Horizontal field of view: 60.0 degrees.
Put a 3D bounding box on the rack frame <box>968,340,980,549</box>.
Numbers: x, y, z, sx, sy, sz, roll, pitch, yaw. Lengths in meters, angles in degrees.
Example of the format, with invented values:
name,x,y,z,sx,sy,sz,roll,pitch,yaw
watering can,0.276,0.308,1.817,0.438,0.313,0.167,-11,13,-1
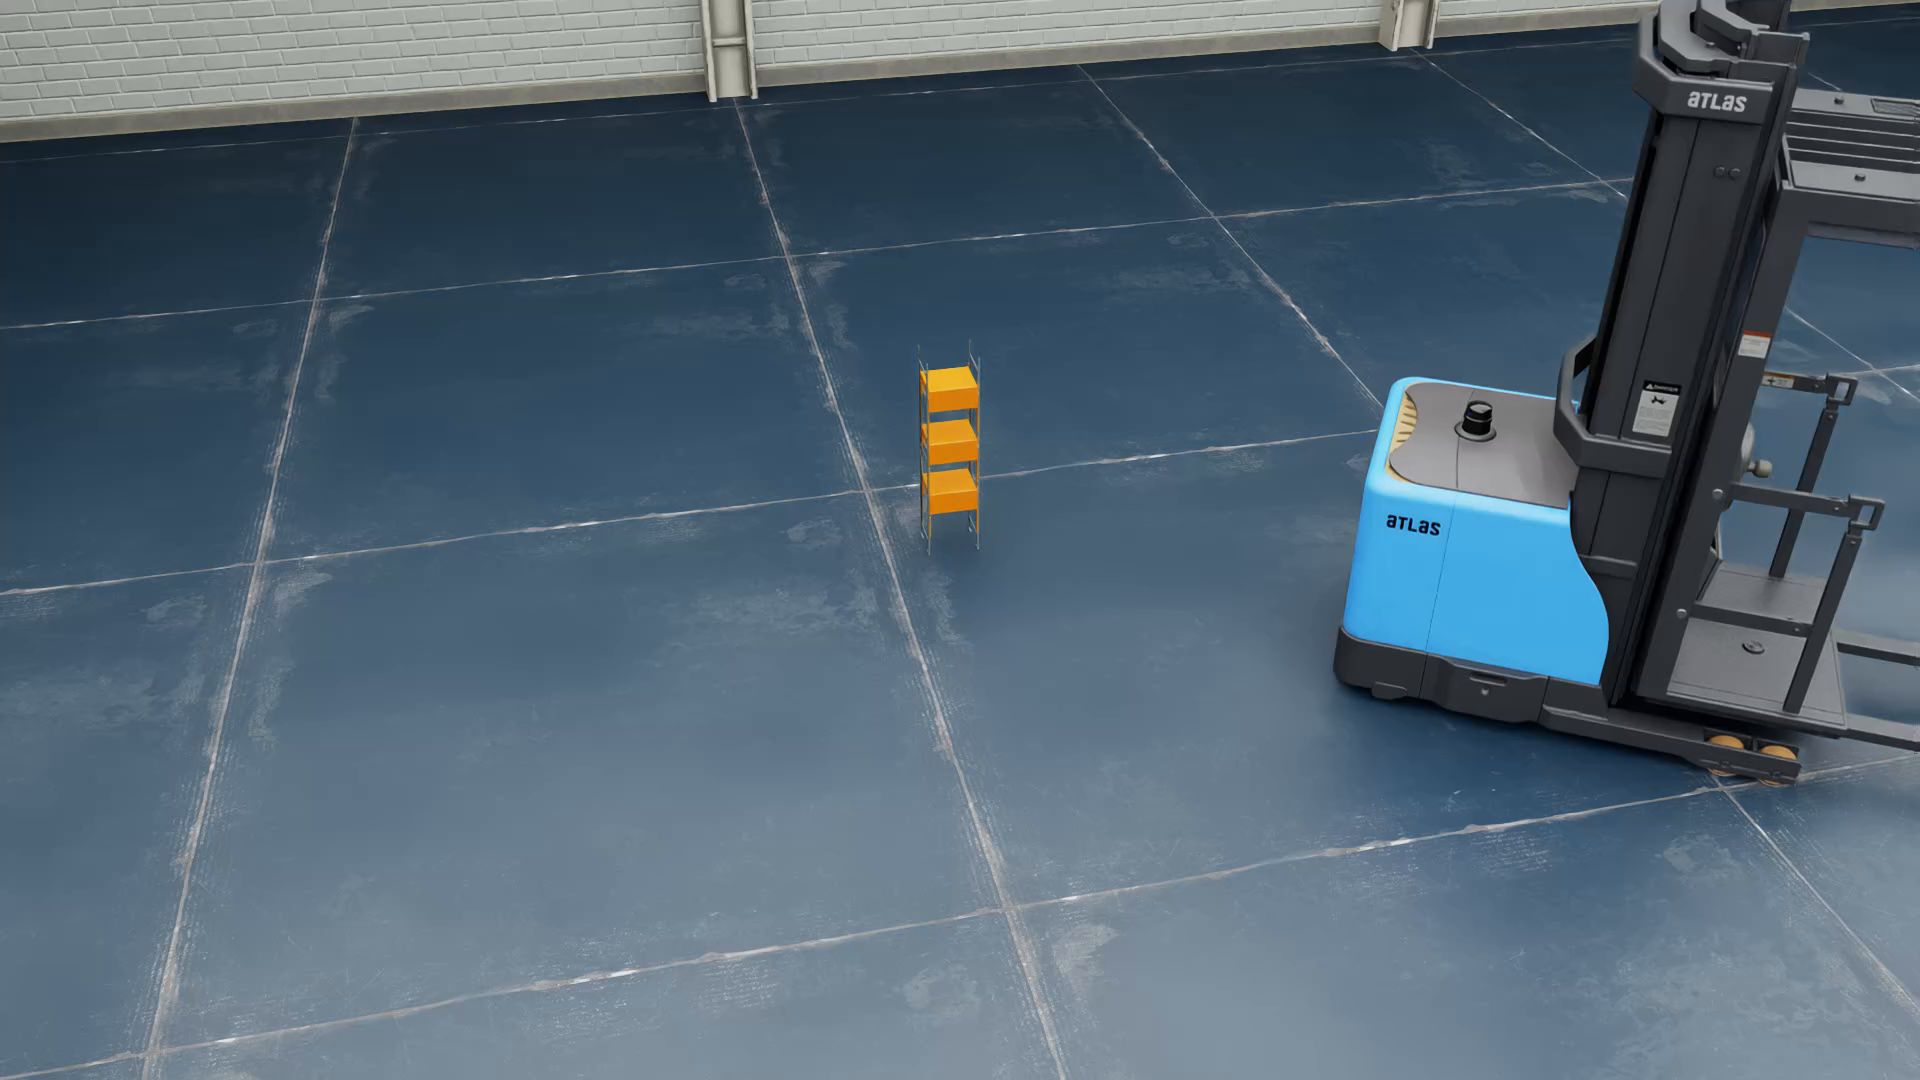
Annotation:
name,x,y,z,sx,sy,sz,roll,pitch,yaw
rack frame,0.067,-0.444,7.970,0.008,1.050,0.200,-7,35,-11

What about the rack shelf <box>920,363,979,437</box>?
name,x,y,z,sx,sy,sz,roll,pitch,yaw
rack shelf,-0.052,-0.656,7.795,0.240,0.259,0.215,-7,35,-11

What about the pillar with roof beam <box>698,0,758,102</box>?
name,x,y,z,sx,sy,sz,roll,pitch,yaw
pillar with roof beam,-0.935,-5.083,7.749,0.400,9.000,9.100,-7,35,-11

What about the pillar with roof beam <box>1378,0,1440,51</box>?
name,x,y,z,sx,sy,sz,roll,pitch,yaw
pillar with roof beam,4.917,-5.821,8.848,0.400,9.000,9.100,-7,35,-11

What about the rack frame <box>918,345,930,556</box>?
name,x,y,z,sx,sy,sz,roll,pitch,yaw
rack frame,-0.171,-0.414,7.925,0.008,1.050,0.200,-7,35,-11

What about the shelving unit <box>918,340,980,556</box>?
name,x,y,z,sx,sy,sz,roll,pitch,yaw
shelving unit,-0.052,-0.429,7.948,0.252,1.050,0.215,-7,35,-11

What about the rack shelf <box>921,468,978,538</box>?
name,x,y,z,sx,sy,sz,roll,pitch,yaw
rack shelf,-0.052,-0.190,8.108,0.240,0.259,0.215,-7,35,-11

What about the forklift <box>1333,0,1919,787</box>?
name,x,y,z,sx,sy,sz,roll,pitch,yaw
forklift,3.205,-0.549,6.438,3.031,2.935,1.130,11,35,16

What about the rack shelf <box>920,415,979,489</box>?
name,x,y,z,sx,sy,sz,roll,pitch,yaw
rack shelf,-0.052,-0.421,7.954,0.240,0.259,0.215,-7,35,-11
